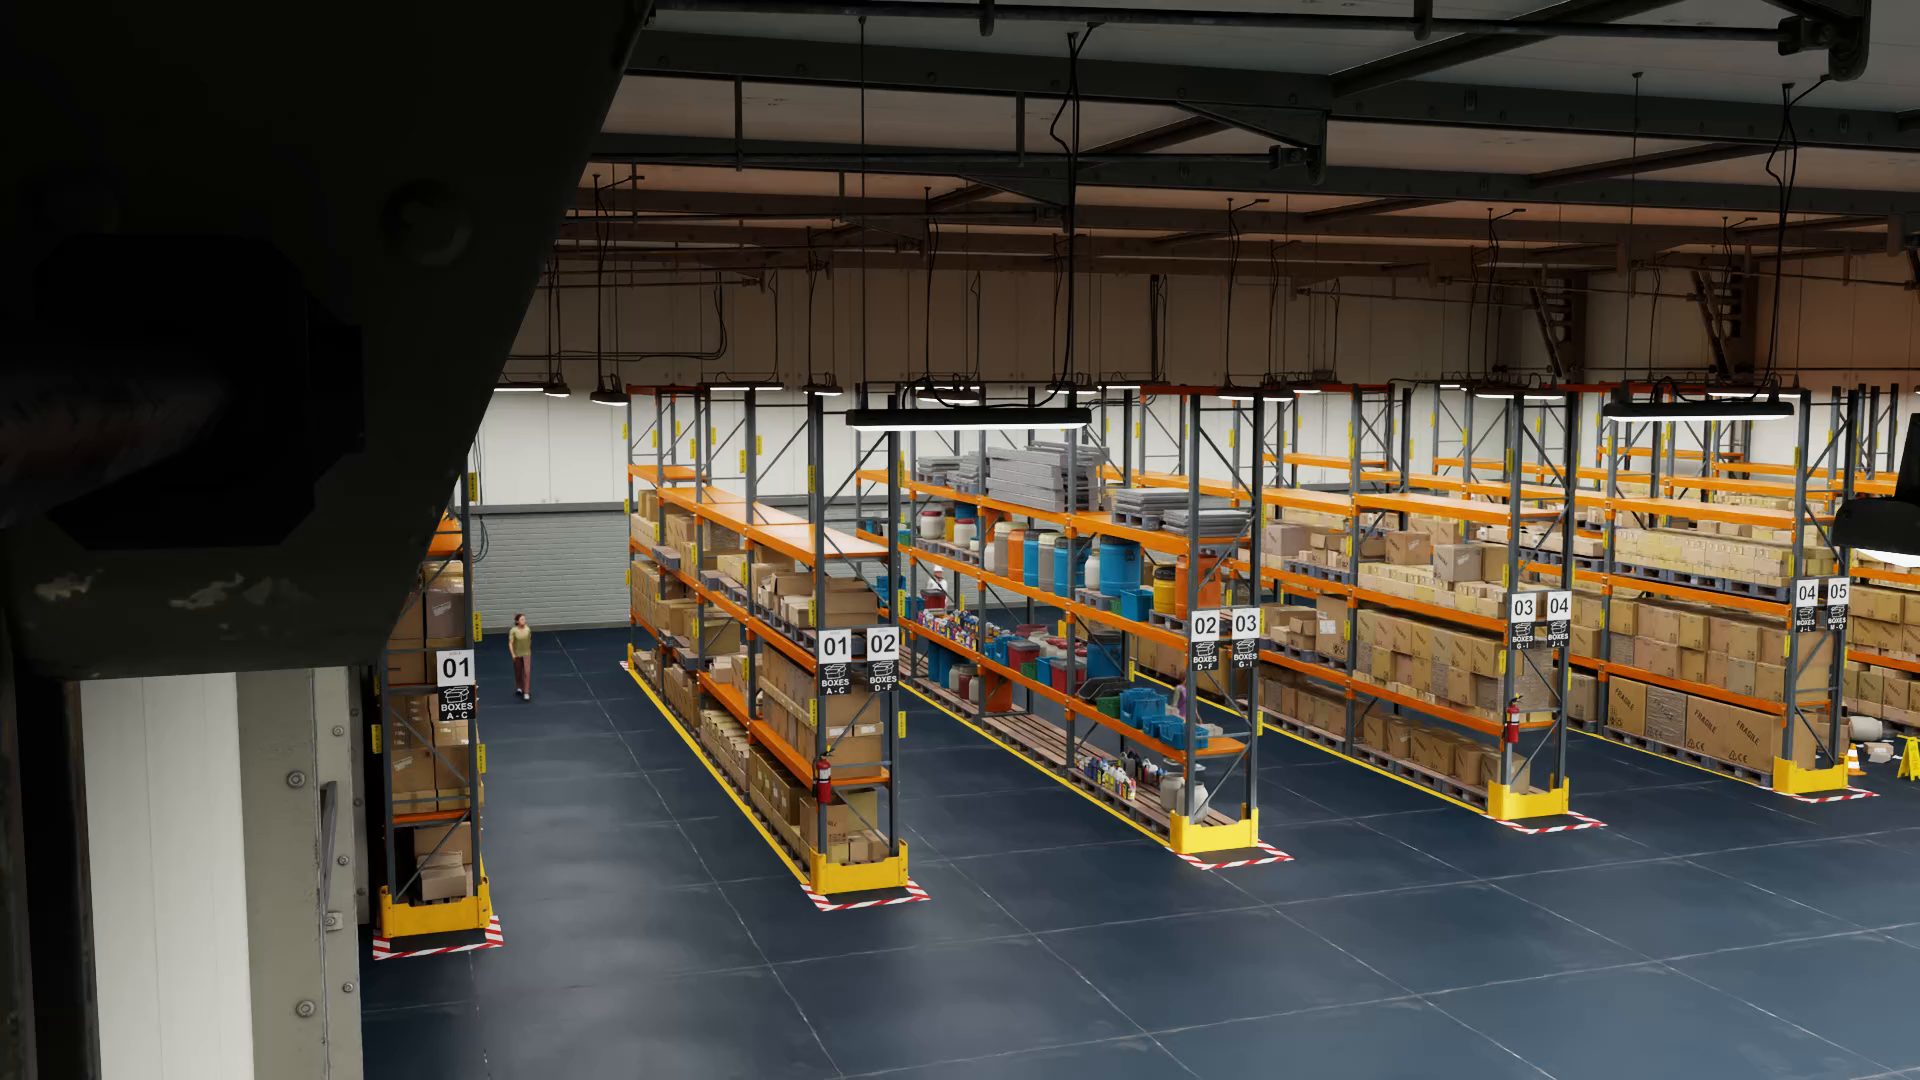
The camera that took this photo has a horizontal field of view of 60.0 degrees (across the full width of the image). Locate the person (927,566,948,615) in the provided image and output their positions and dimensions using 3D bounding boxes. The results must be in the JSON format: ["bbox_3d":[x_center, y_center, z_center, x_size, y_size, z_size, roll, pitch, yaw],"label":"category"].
[{"bbox_3d":[-0.511,1.458,38.877,0.586,1.720,1.084,-2,6,-22],"label":"person"}]

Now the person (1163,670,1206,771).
[{"bbox_3d":[3.577,2.832,26.273,0.864,1.561,0.451,4,7,34],"label":"person"}]

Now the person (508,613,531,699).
[{"bbox_3d":[-8.451,2.210,31.951,0.425,1.602,1.060,-2,6,-16],"label":"person"}]
